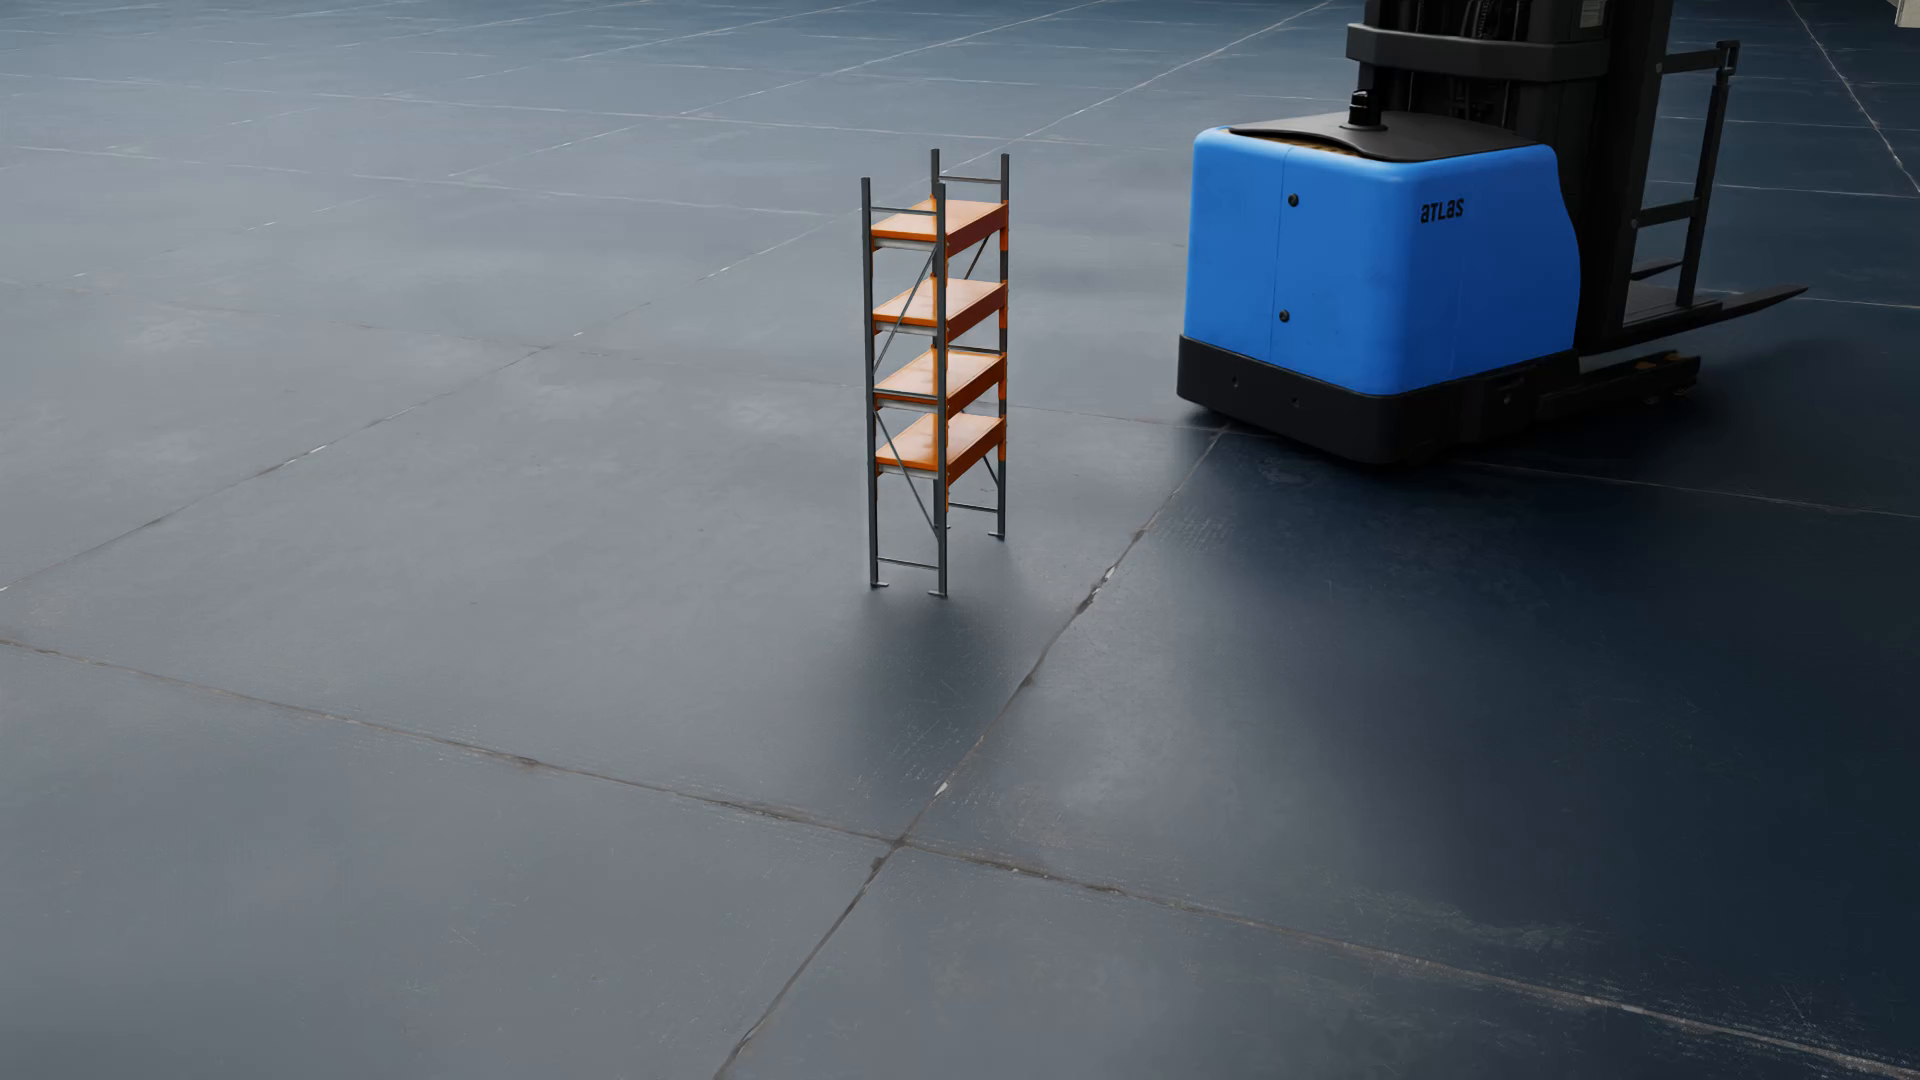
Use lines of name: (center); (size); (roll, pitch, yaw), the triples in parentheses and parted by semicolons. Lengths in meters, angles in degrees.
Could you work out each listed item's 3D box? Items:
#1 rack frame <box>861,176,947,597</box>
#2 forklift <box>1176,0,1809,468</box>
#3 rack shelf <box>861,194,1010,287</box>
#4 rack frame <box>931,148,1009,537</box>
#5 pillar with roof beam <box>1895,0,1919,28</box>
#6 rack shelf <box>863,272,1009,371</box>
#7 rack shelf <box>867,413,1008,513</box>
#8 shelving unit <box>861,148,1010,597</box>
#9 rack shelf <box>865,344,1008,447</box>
rack frame: (-0.152, -0.407, 4.668); (0.240, 1.200, 0.015); (9, 24, 20)
forklift: (2.330, -2.032, 6.313); (3.031, 2.935, 1.130); (-15, 27, -32)
rack shelf: (-0.062, -0.857, 4.725); (0.258, 0.148, 0.480); (9, 24, 20)
rack frame: (0.029, -0.582, 5.086); (0.240, 1.200, 0.015); (9, 24, 20)
pillar with roof beam: (7.554, -11.017, 19.949); (9.100, 9.000, 0.400); (9, 24, 20)
rack shelf: (-0.062, -0.639, 4.817); (0.258, 0.148, 0.480); (9, 24, 20)
rack shelf: (-0.061, -0.249, 4.979); (0.258, 0.148, 0.480); (9, 24, 20)
shelving unit: (-0.062, -0.494, 4.877); (0.258, 1.200, 0.503); (9, 24, 20)
rack shelf: (-0.062, -0.432, 4.903); (0.258, 0.148, 0.480); (9, 24, 20)
